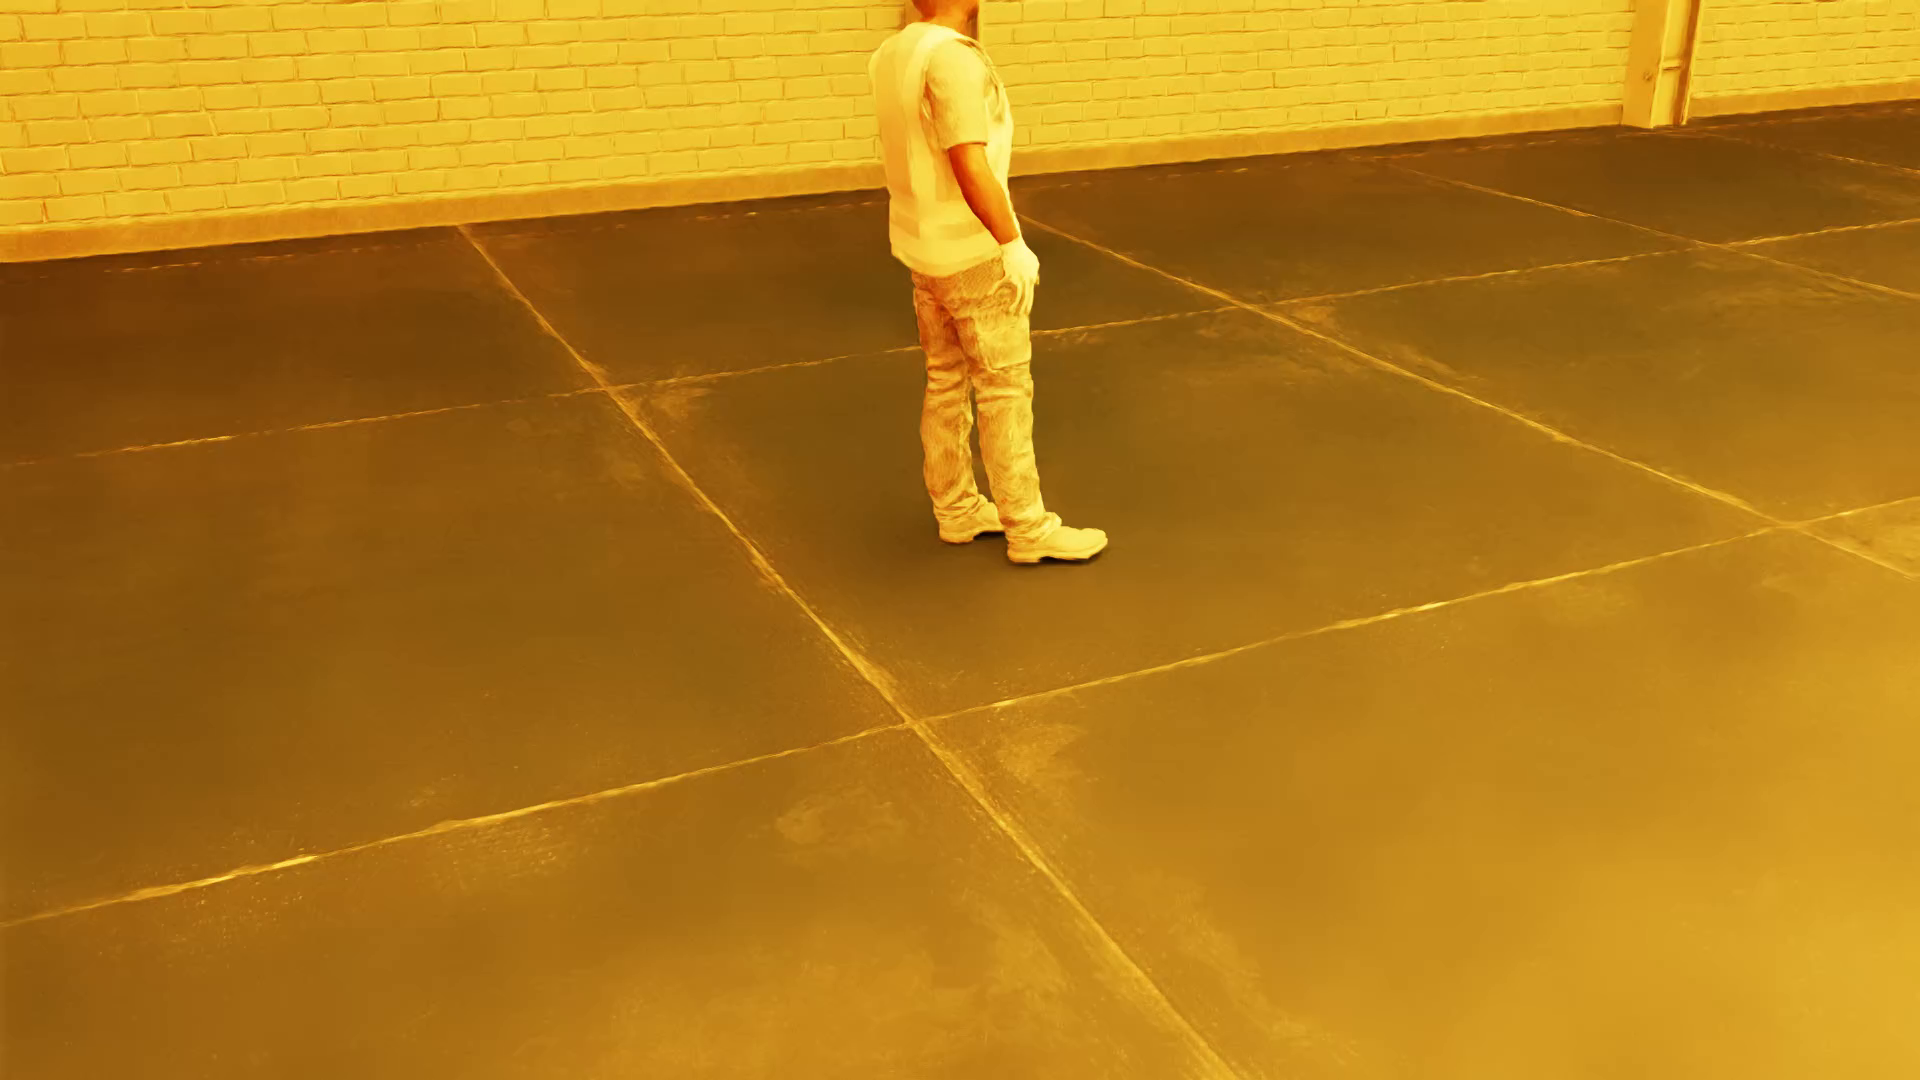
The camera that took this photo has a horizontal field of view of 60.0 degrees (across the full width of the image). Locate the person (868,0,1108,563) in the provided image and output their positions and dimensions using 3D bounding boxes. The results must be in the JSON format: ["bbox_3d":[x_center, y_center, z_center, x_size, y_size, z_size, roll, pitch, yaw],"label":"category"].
[{"bbox_3d":[0.069,-0.839,4.784,0.576,1.782,0.655,-10,25,-23],"label":"person"}]
